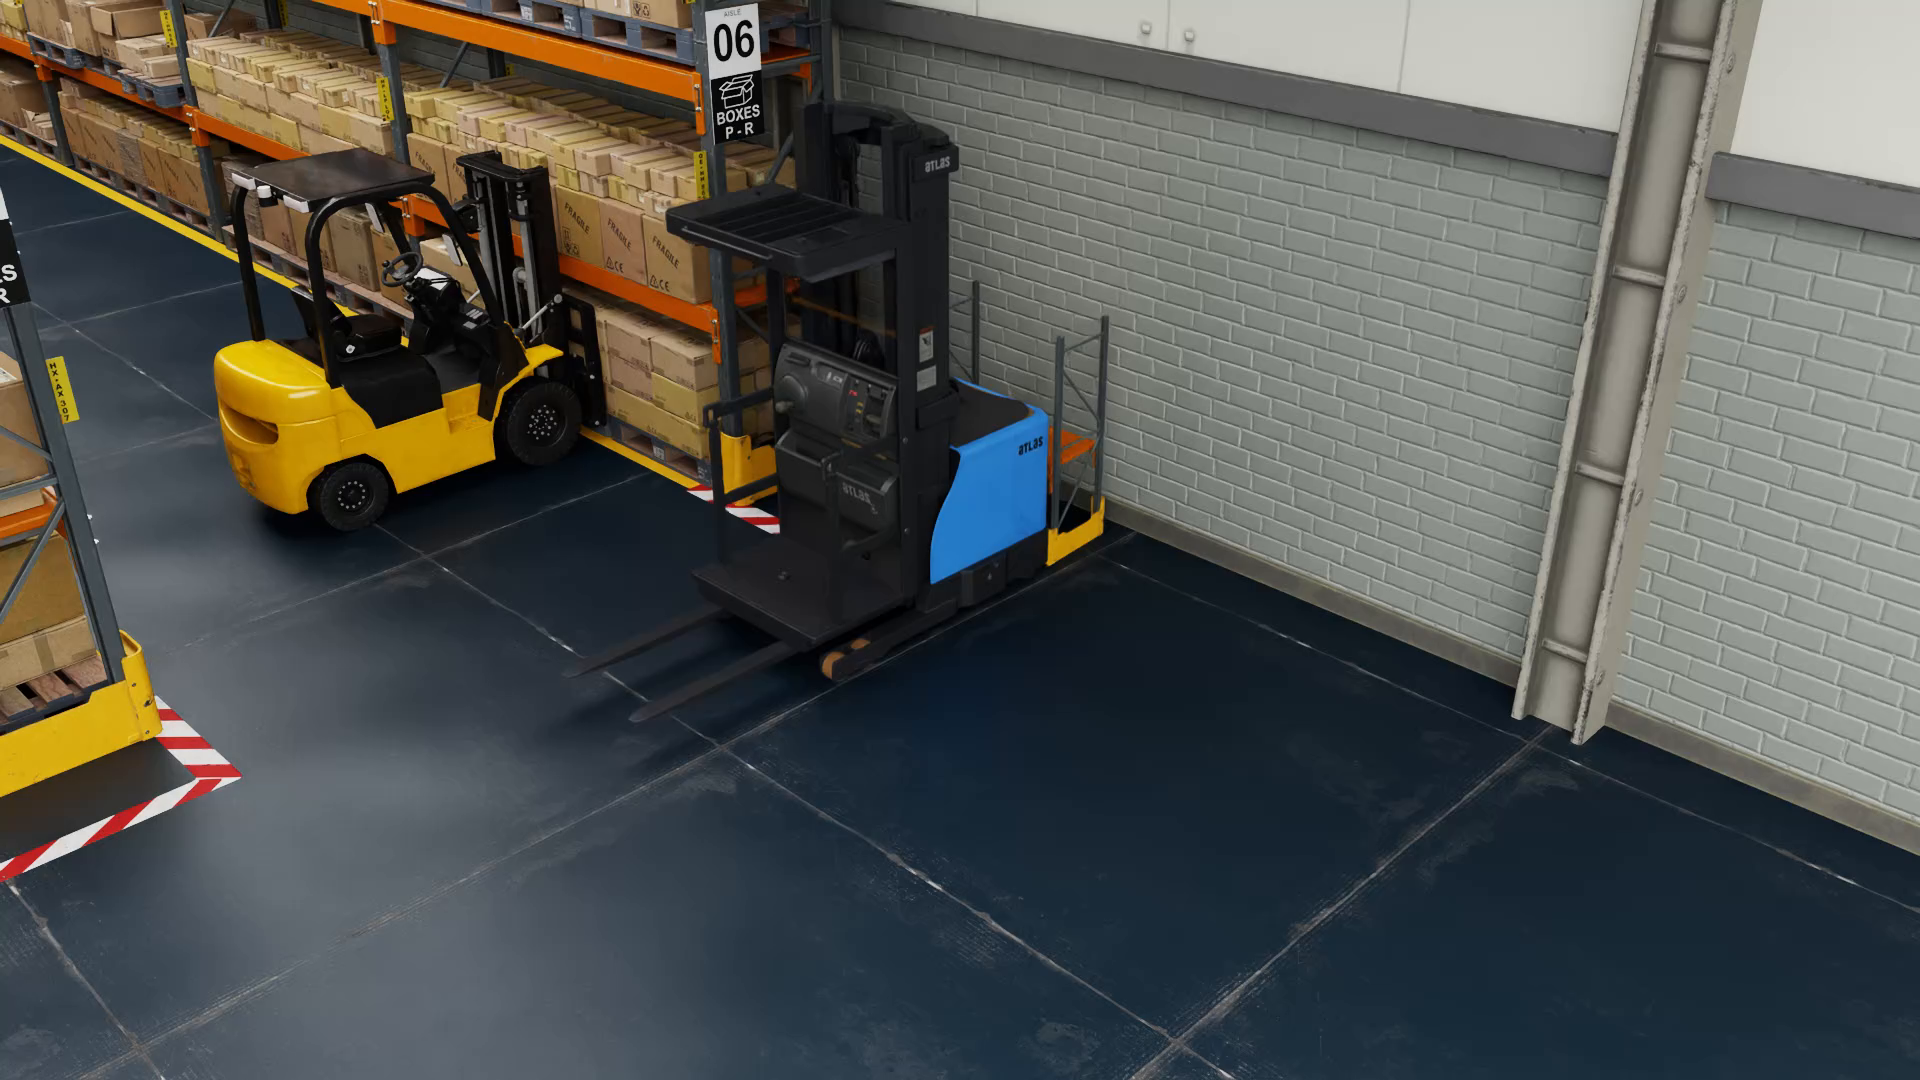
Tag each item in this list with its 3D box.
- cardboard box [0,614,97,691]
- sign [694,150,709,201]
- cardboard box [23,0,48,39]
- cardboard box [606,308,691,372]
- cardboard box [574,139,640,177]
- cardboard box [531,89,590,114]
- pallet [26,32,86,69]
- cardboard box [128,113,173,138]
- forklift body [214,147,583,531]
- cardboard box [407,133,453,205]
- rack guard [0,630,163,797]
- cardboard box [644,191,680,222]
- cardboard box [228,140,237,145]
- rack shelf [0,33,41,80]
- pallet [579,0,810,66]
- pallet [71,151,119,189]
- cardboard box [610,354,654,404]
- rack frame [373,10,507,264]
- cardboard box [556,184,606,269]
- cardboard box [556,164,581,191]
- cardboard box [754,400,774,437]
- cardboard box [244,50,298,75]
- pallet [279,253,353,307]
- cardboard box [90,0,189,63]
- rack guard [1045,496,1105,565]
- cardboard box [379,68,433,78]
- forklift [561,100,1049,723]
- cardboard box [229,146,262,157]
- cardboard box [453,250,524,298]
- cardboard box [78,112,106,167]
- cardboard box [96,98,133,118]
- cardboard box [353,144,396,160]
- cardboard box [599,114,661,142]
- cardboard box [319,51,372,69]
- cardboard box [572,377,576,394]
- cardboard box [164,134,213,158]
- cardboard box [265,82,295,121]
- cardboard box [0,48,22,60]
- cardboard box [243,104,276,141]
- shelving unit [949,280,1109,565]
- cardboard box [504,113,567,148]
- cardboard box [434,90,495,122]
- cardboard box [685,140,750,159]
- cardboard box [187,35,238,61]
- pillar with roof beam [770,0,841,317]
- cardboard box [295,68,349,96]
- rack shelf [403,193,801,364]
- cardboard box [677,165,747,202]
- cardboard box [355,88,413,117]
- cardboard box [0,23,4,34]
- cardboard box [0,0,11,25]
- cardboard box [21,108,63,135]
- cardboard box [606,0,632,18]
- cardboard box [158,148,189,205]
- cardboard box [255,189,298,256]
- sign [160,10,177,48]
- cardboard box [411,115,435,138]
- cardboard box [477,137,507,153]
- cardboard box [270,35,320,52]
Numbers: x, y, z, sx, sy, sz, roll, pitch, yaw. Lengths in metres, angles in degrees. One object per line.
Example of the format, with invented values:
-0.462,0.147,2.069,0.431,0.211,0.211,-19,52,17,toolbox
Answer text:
-5.063,0.526,9.024,0.500,0.250,0.500,24,36,38,cardboard box
-1.594,-2.241,10.283,0.005,0.325,0.100,25,36,38,sign
-9.573,-5.712,17.825,0.700,0.500,0.500,-24,36,-38,cardboard box
-2.119,-1.422,11.653,0.500,0.250,0.500,-25,36,-38,cardboard box
-2.399,-2.609,11.359,0.380,0.149,0.250,-24,36,-38,cardboard box
-3.047,-3.325,12.719,0.250,0.149,0.380,24,36,37,cardboard box
-9.268,-5.332,17.868,1.213,0.211,1.003,25,36,38,pallet
-8.364,-4.295,17.226,0.250,0.149,0.380,23,35,36,cardboard box
-3.835,-1.436,11.164,1.214,2.155,2.313,25,36,38,forklift body
-3.923,-2.917,12.960,0.500,0.500,0.500,23,36,37,cardboard box
-4.736,0.931,8.435,0.348,0.500,1.175,25,36,38,rack guard
-1.851,-2.224,10.945,0.380,0.149,0.250,-25,36,-38,cardboard box
-7.233,-4.145,16.941,0.380,0.149,0.250,-24,36,-38,cardboard box
-11.187,-6.048,19.796,4.000,0.370,1.077,25,36,38,rack shelf
-1.690,-3.327,10.719,1.213,0.211,1.003,25,36,38,pallet
-9.154,-4.227,18.556,1.213,0.211,1.003,25,36,38,pallet
-2.120,-1.211,11.790,0.500,0.250,0.500,24,36,38,cardboard box
-4.056,-3.104,13.423,0.127,3.000,1.000,25,36,38,rack frame
-2.468,-2.256,11.703,0.500,0.500,0.500,24,36,37,cardboard box
-2.580,-2.561,11.586,0.250,0.149,0.380,25,37,39,cardboard box
-1.417,-0.993,11.912,0.500,0.250,0.500,25,37,39,cardboard box
-6.100,-4.224,14.748,0.380,0.149,0.250,-25,37,-39,cardboard box
-5.483,-2.495,15.262,1.213,0.211,1.003,25,36,38,pallet
-8.202,-5.112,16.680,0.637,0.503,0.797,24,36,37,cardboard box
0.722,-0.066,10.600,0.087,0.250,0.587,21,34,35,rack guard
-4.685,-3.884,14.103,0.250,0.149,0.380,24,36,38,cardboard box
-0.843,-0.779,9.076,1.130,2.935,3.031,24,36,38,forklift
-7.013,-3.719,16.828,0.500,0.500,0.500,-24,36,-37,cardboard box
-3.574,-2.083,12.911,0.500,0.250,0.500,25,36,38,cardboard box
-9.187,-4.391,18.105,0.500,0.500,0.500,24,36,38,cardboard box
-9.044,-4.646,17.894,0.250,0.149,0.380,24,36,38,cardboard box
-4.599,-3.115,13.606,0.500,0.250,0.500,-24,36,-38,cardboard box
-2.377,-2.956,12.019,0.250,0.149,0.380,25,37,39,cardboard box
-5.427,-4.207,14.717,0.380,0.149,0.250,-24,36,-38,cardboard box
-2.845,-1.310,12.515,0.500,0.250,0.500,-24,36,-38,cardboard box
-7.655,-3.932,16.535,0.250,0.149,0.380,22,35,36,cardboard box
-5.665,-3.839,14.446,0.500,0.250,0.500,-25,36,-38,cardboard box
-12.244,-5.869,20.914,0.637,0.503,0.797,23,35,37,cardboard box
-6.036,-3.785,14.880,0.500,0.250,0.500,23,36,37,cardboard box
0.339,-0.768,10.592,1.083,1.500,0.587,21,34,35,shelving unit
-3.063,-2.971,12.046,0.250,0.149,0.380,24,36,38,cardboard box
-3.775,-3.315,12.701,0.380,0.149,0.250,-25,36,-38,cardboard box
-1.655,-2.620,11.380,0.380,0.149,0.250,-24,36,-38,cardboard box
-6.888,-4.539,15.348,0.380,0.149,0.250,-24,36,-38,cardboard box
-4.087,-3.552,7.829,0.400,9.000,9.100,25,36,38,pillar with roof beam
-5.388,-3.880,14.095,0.380,0.149,0.250,-25,37,-39,cardboard box
-2.630,-2.133,12.350,4.000,0.370,1.077,25,36,38,rack shelf
-1.607,-2.309,10.787,0.250,0.149,0.380,25,36,38,cardboard box
-4.652,-3.551,13.470,0.250,0.149,0.380,24,36,38,cardboard box
-10.737,-5.872,18.958,0.380,0.149,0.250,-24,36,-38,cardboard box
-10.663,-6.023,18.817,0.500,0.250,0.500,25,37,39,cardboard box
-10.619,-4.891,19.308,0.396,0.266,0.258,-24,36,-37,cardboard box
-2.008,-3.415,10.503,0.250,0.149,0.380,23,36,37,cardboard box
-7.710,-3.722,16.834,0.500,0.500,0.500,24,36,38,cardboard box
-6.002,-3.125,15.564,0.875,0.625,0.625,-24,36,-38,cardboard box
-7.282,-4.703,15.306,0.005,0.325,0.100,25,36,38,sign
-4.014,-3.244,12.885,0.250,0.149,0.380,24,36,38,cardboard box
-3.313,-2.893,12.218,0.250,0.149,0.380,24,36,38,cardboard box
-6.128,-4.548,15.366,0.250,0.149,0.380,25,36,38,cardboard box
